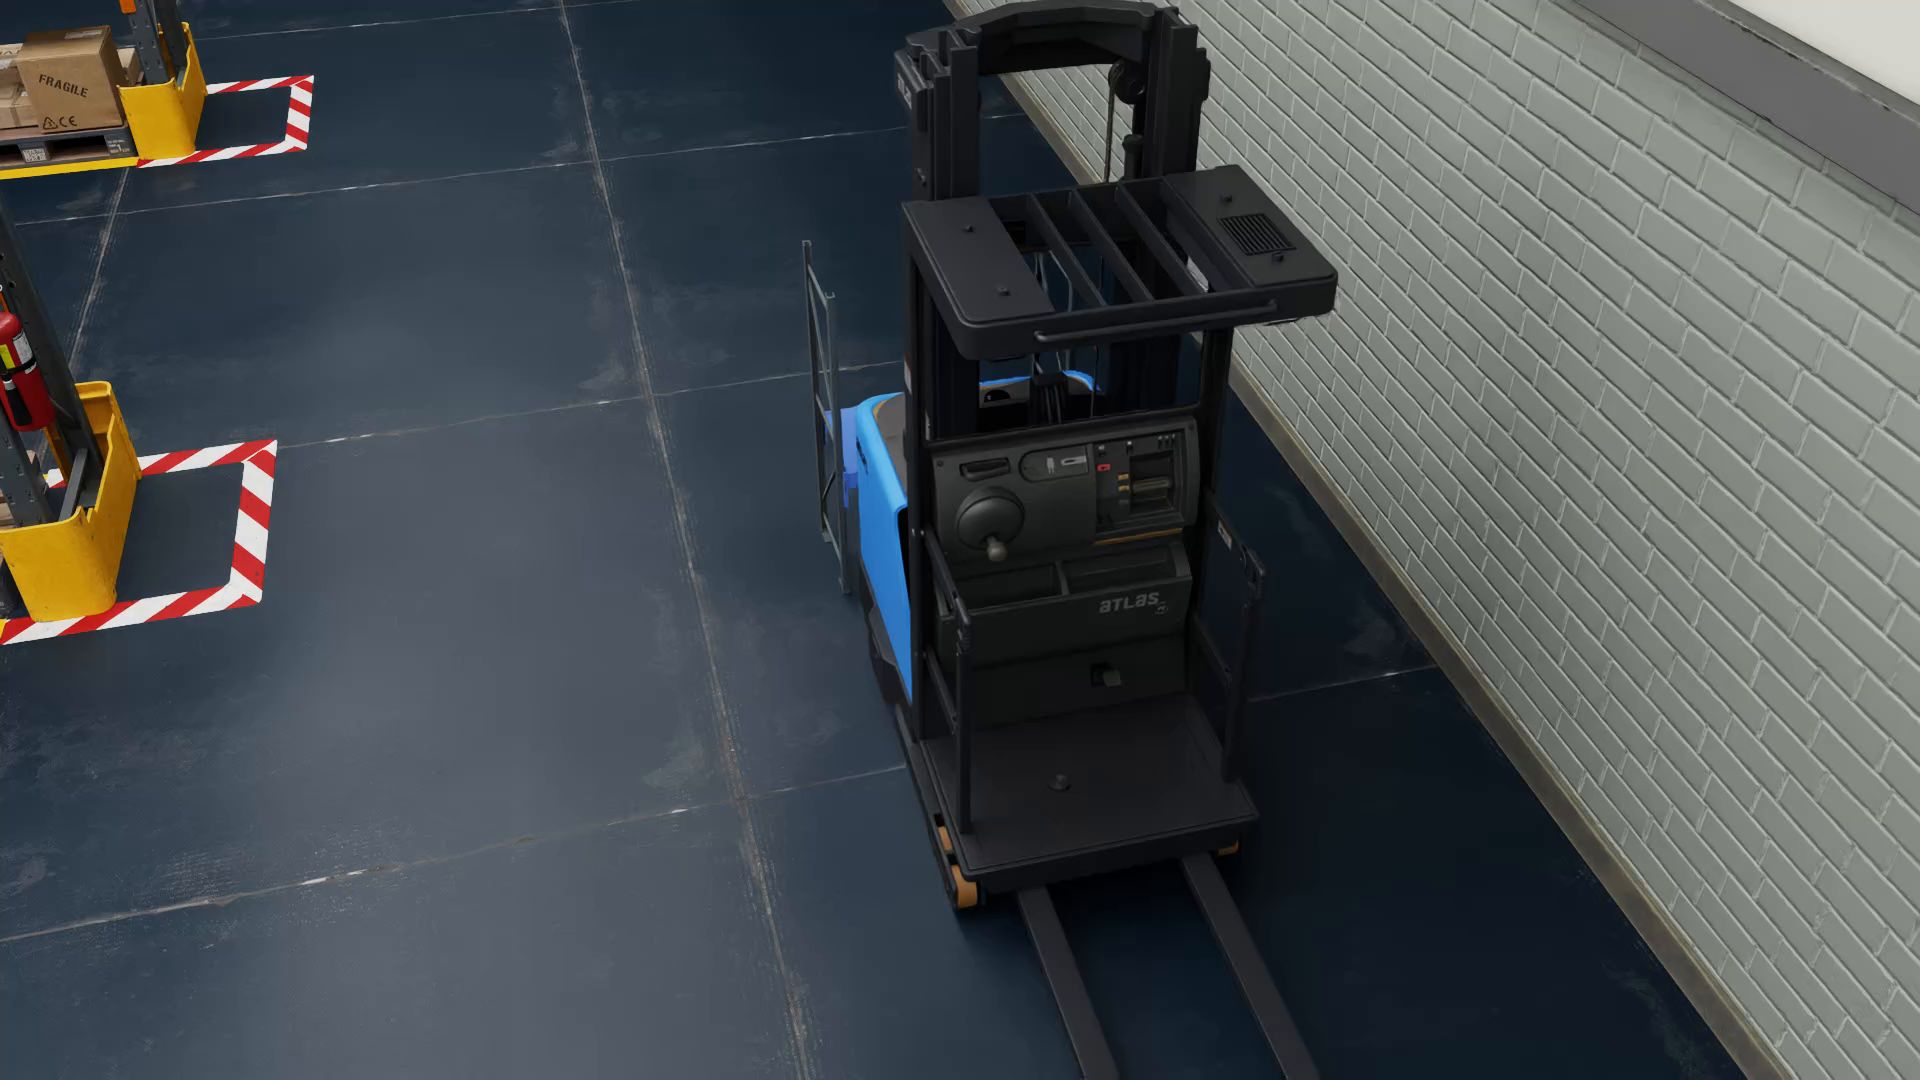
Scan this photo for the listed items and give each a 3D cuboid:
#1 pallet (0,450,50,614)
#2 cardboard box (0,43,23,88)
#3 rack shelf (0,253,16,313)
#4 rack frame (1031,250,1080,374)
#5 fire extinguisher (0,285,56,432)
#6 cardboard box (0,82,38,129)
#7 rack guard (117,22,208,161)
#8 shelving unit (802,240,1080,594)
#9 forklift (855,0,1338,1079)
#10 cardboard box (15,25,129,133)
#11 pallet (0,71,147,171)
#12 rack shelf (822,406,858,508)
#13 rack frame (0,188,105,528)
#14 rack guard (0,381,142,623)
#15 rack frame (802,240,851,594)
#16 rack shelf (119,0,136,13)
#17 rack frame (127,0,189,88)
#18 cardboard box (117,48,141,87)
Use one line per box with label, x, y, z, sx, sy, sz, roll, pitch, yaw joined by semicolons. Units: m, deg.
pallet;-4.880;0.037;7.528;1.213;0.211;1.003;-9;38;-12
cardboard box;-6.444;-3.168;11.324;0.500;0.250;0.500;-9;38;-12
rack shelf;-6.005;-0.576;6.626;4.000;0.370;1.077;-9;38;-12
rack frame;0.406;-0.670;7.391;0.032;1.500;0.500;-10;38;-12
fire extinguisher;-3.810;-0.757;6.641;0.183;0.674;0.296;-9;38;-12
cardboard box;-6.237;-2.892;11.031;0.250;0.166;0.380;-9;38;-12
rack guard;-5.435;-3.080;11.364;0.348;0.500;1.175;-9;38;-12
shelving unit;-0.084;-0.586;7.281;1.048;1.500;0.538;-10;38;-12
forklift;0.422;-0.097;5.464;1.130;2.935;3.031;-9;38;-11
cardboard box;-5.823;-3.036;10.945;0.500;0.500;0.500;-9;38;-12
pallet;-6.205;-2.838;11.286;1.213;0.211;1.003;-9;38;-12
rack shelf;-0.084;-0.443;7.391;1.000;0.185;0.538;-10;38;-12
rack frame;-4.074;-1.178;6.822;0.127;3.000;1.000;-9;38;-12
rack guard;-4.054;-0.197;7.596;0.348;0.500;1.175;-9;38;-12
rack frame;-0.573;-0.502;7.171;0.032;1.500;0.500;-10;38;-12
rack shelf;-7.293;-3.482;10.425;4.000;0.370;1.077;-9;38;-12
rack frame;-5.362;-4.084;10.621;0.127;3.000;1.000;-9;38;-12
cardboard box;-5.856;-3.262;11.530;0.250;0.149;0.380;-9;38;-12
